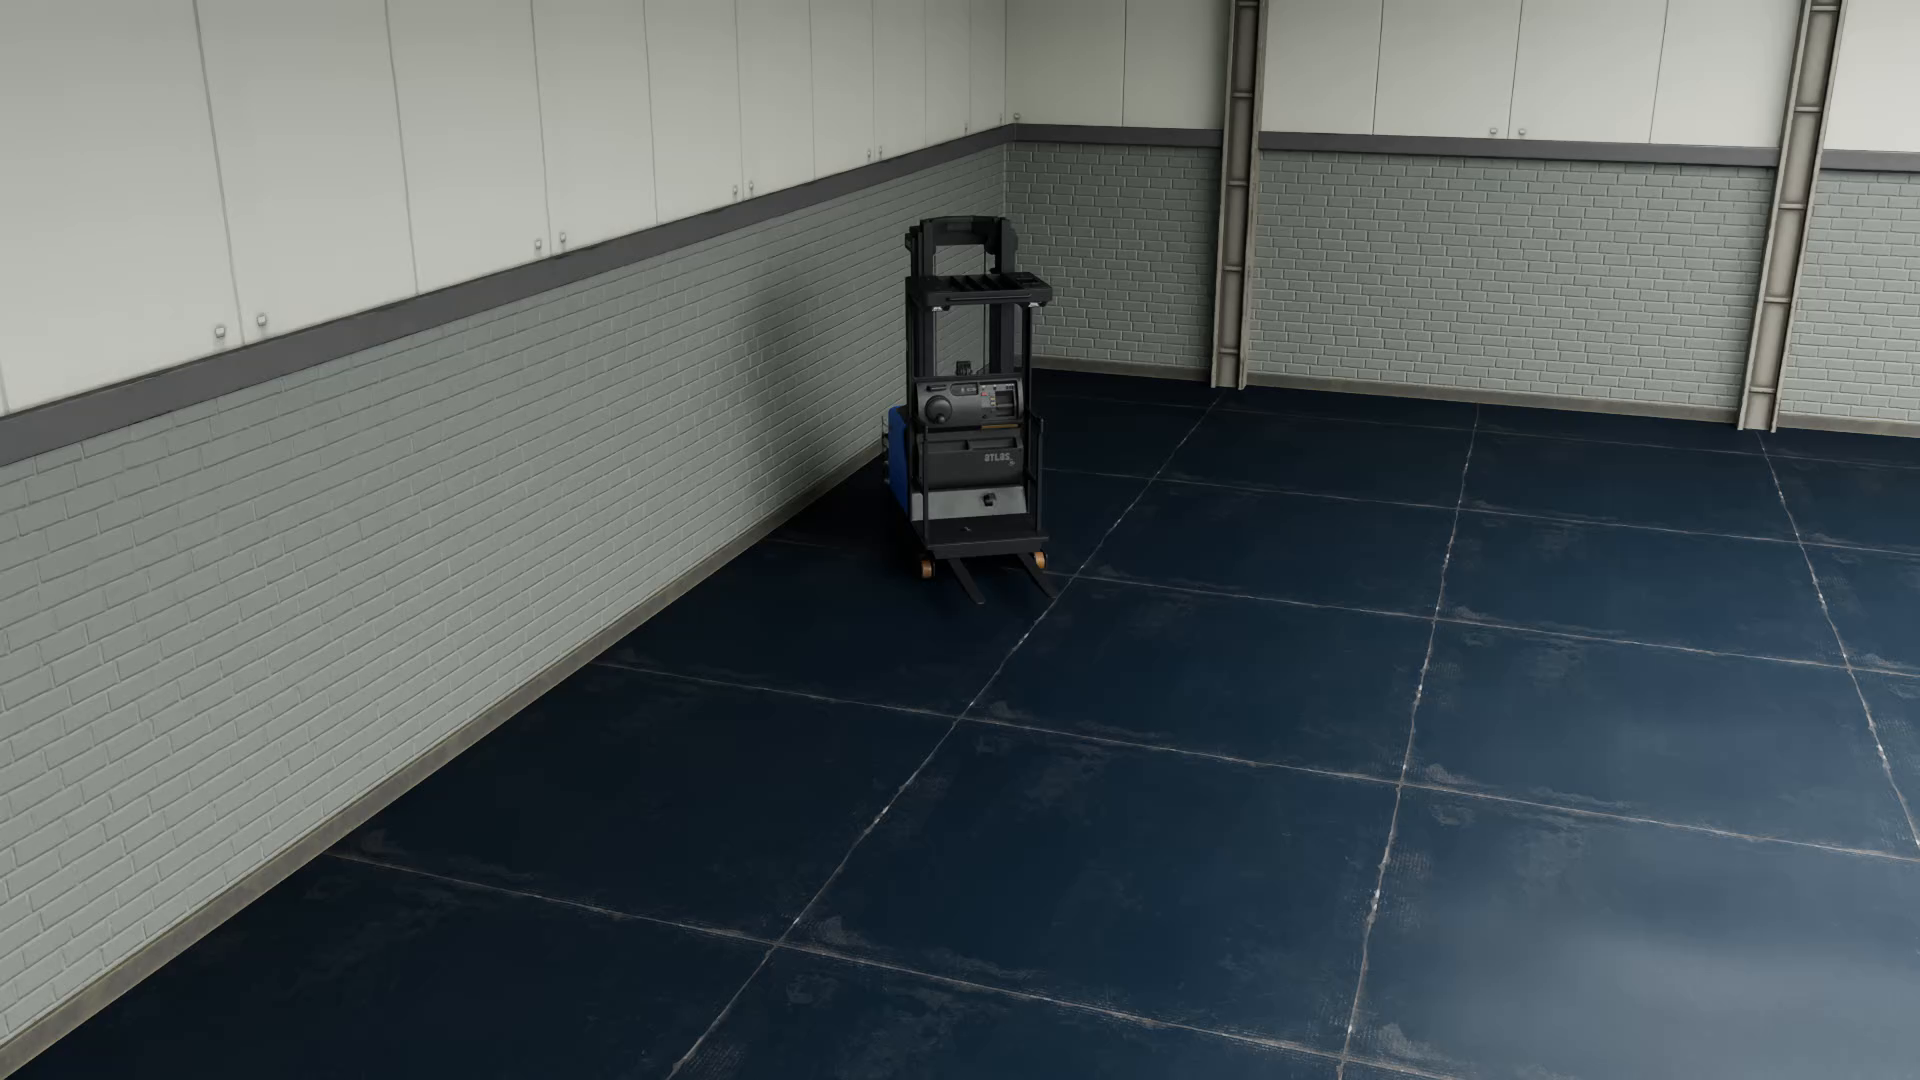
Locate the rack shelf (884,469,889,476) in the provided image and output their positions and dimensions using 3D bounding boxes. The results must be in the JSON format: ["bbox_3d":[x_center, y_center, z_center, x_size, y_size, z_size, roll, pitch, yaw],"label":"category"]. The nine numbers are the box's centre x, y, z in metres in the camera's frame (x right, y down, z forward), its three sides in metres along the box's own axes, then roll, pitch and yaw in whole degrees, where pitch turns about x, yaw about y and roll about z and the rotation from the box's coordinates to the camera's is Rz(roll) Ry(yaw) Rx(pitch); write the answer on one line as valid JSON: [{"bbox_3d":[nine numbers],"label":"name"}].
[{"bbox_3d":[-0.607,-0.617,15.969,0.200,0.077,0.258,-7,20,-19],"label":"rack shelf"}]

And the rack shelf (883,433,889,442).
[{"bbox_3d":[-0.607,-0.957,15.851,0.200,0.077,0.258,-7,20,-19],"label":"rack shelf"}]

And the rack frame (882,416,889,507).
[{"bbox_3d":[-0.703,-0.722,15.896,0.006,0.900,0.240,-7,20,-19],"label":"rack frame"}]

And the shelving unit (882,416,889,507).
[{"bbox_3d":[-0.607,-0.734,15.929,0.210,0.900,0.258,-7,20,-19],"label":"shelving unit"}]

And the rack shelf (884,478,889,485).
[{"bbox_3d":[-0.607,-0.533,15.999,0.200,0.077,0.258,-7,20,-19],"label":"rack shelf"}]

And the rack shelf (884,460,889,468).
[{"bbox_3d":[-0.607,-0.702,15.940,0.200,0.077,0.258,-7,20,-19],"label":"rack shelf"}]

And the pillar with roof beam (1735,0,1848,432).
[{"bbox_3d":[7.599,-4.185,13.524,0.400,9.000,9.100,7,20,18],"label":"pillar with roof beam"}]

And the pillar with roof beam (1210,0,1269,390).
[{"bbox_3d":[1.931,-4.833,15.384,0.400,9.000,9.100,7,20,18],"label":"pillar with roof beam"}]

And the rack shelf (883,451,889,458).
[{"bbox_3d":[-0.607,-0.787,15.910,0.200,0.077,0.258,-7,20,-19],"label":"rack shelf"}]

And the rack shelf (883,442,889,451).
[{"bbox_3d":[-0.607,-0.872,15.881,0.200,0.077,0.258,-7,20,-19],"label":"rack shelf"}]

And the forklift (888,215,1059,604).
[{"bbox_3d":[0.133,-1.184,14.134,1.130,2.935,3.031,-4,20,-12],"label":"forklift"}]
